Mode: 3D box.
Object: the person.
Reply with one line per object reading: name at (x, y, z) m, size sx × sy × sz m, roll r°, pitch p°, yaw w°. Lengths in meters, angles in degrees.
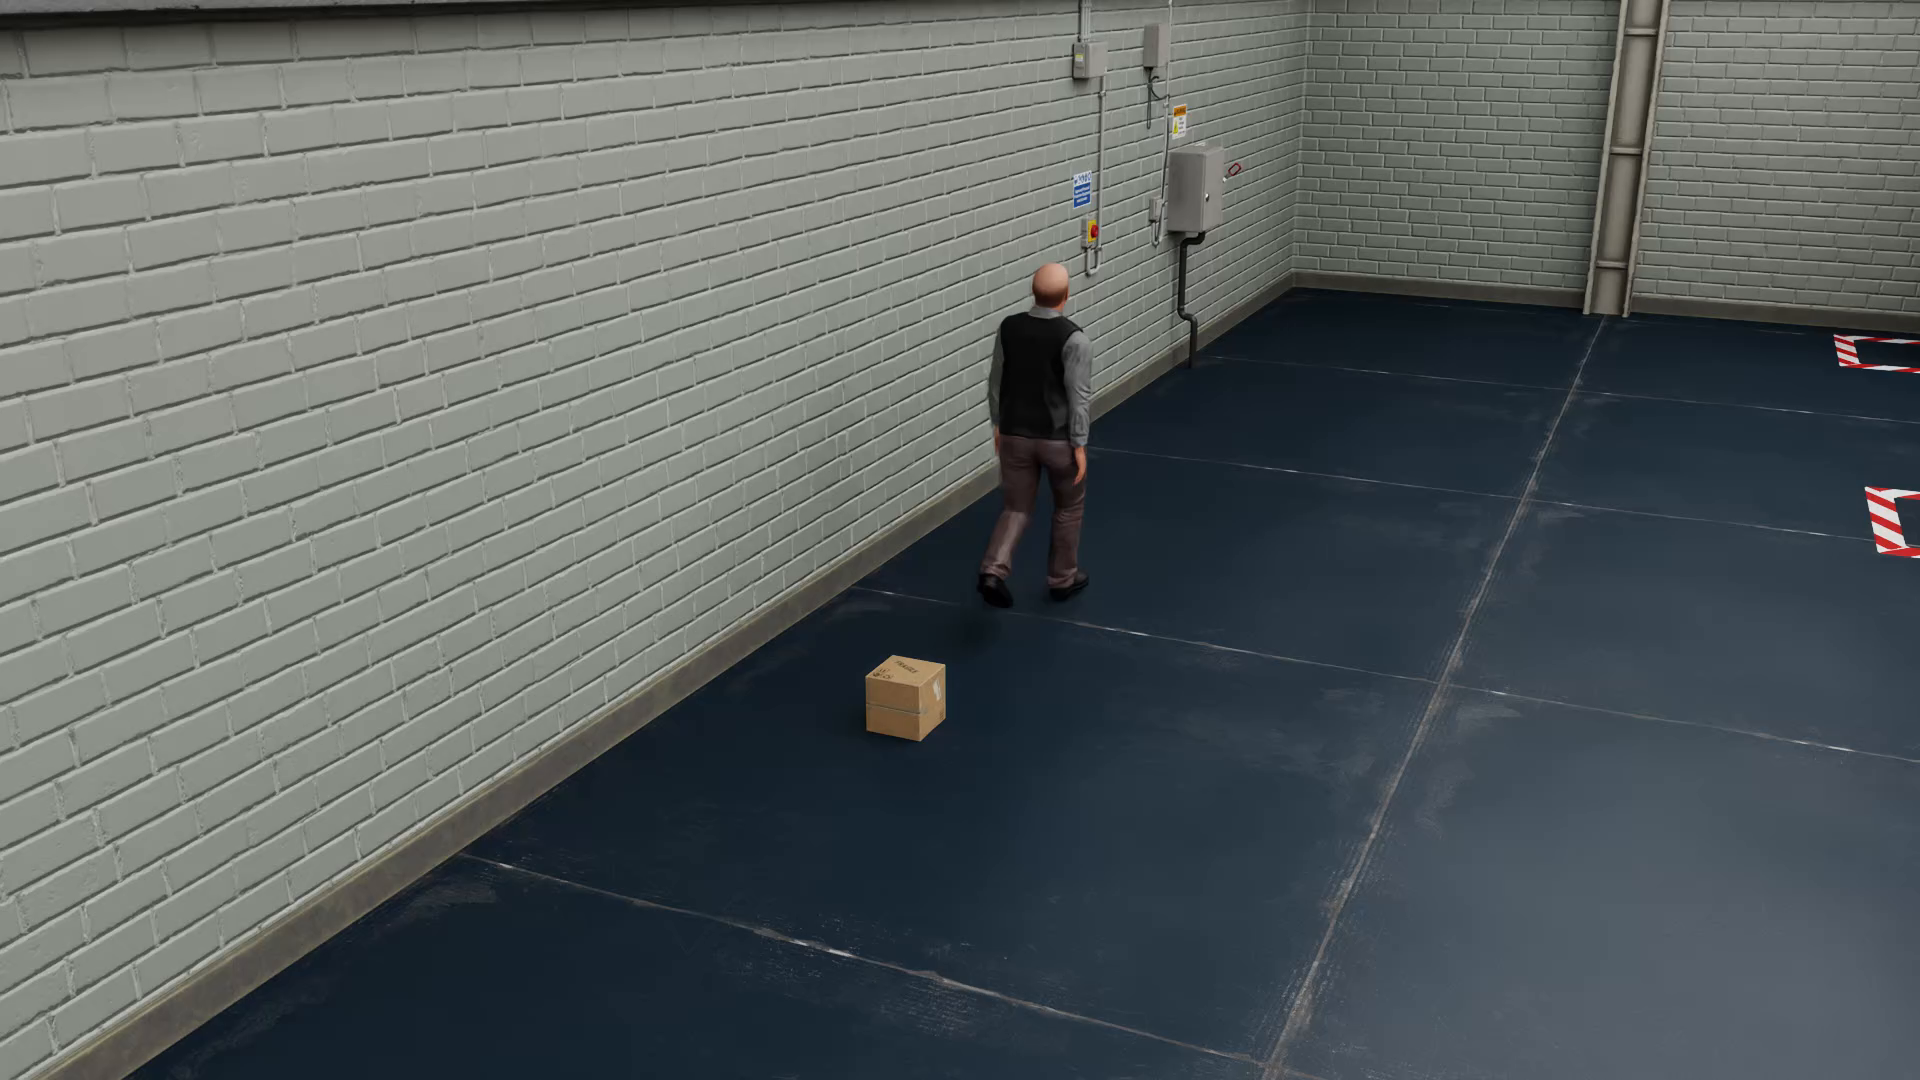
person at (0.359, -0.471, 7.969) m, size 0.550 × 1.694 × 0.890 m, roll 9°, pitch 21°, yaw 25°
